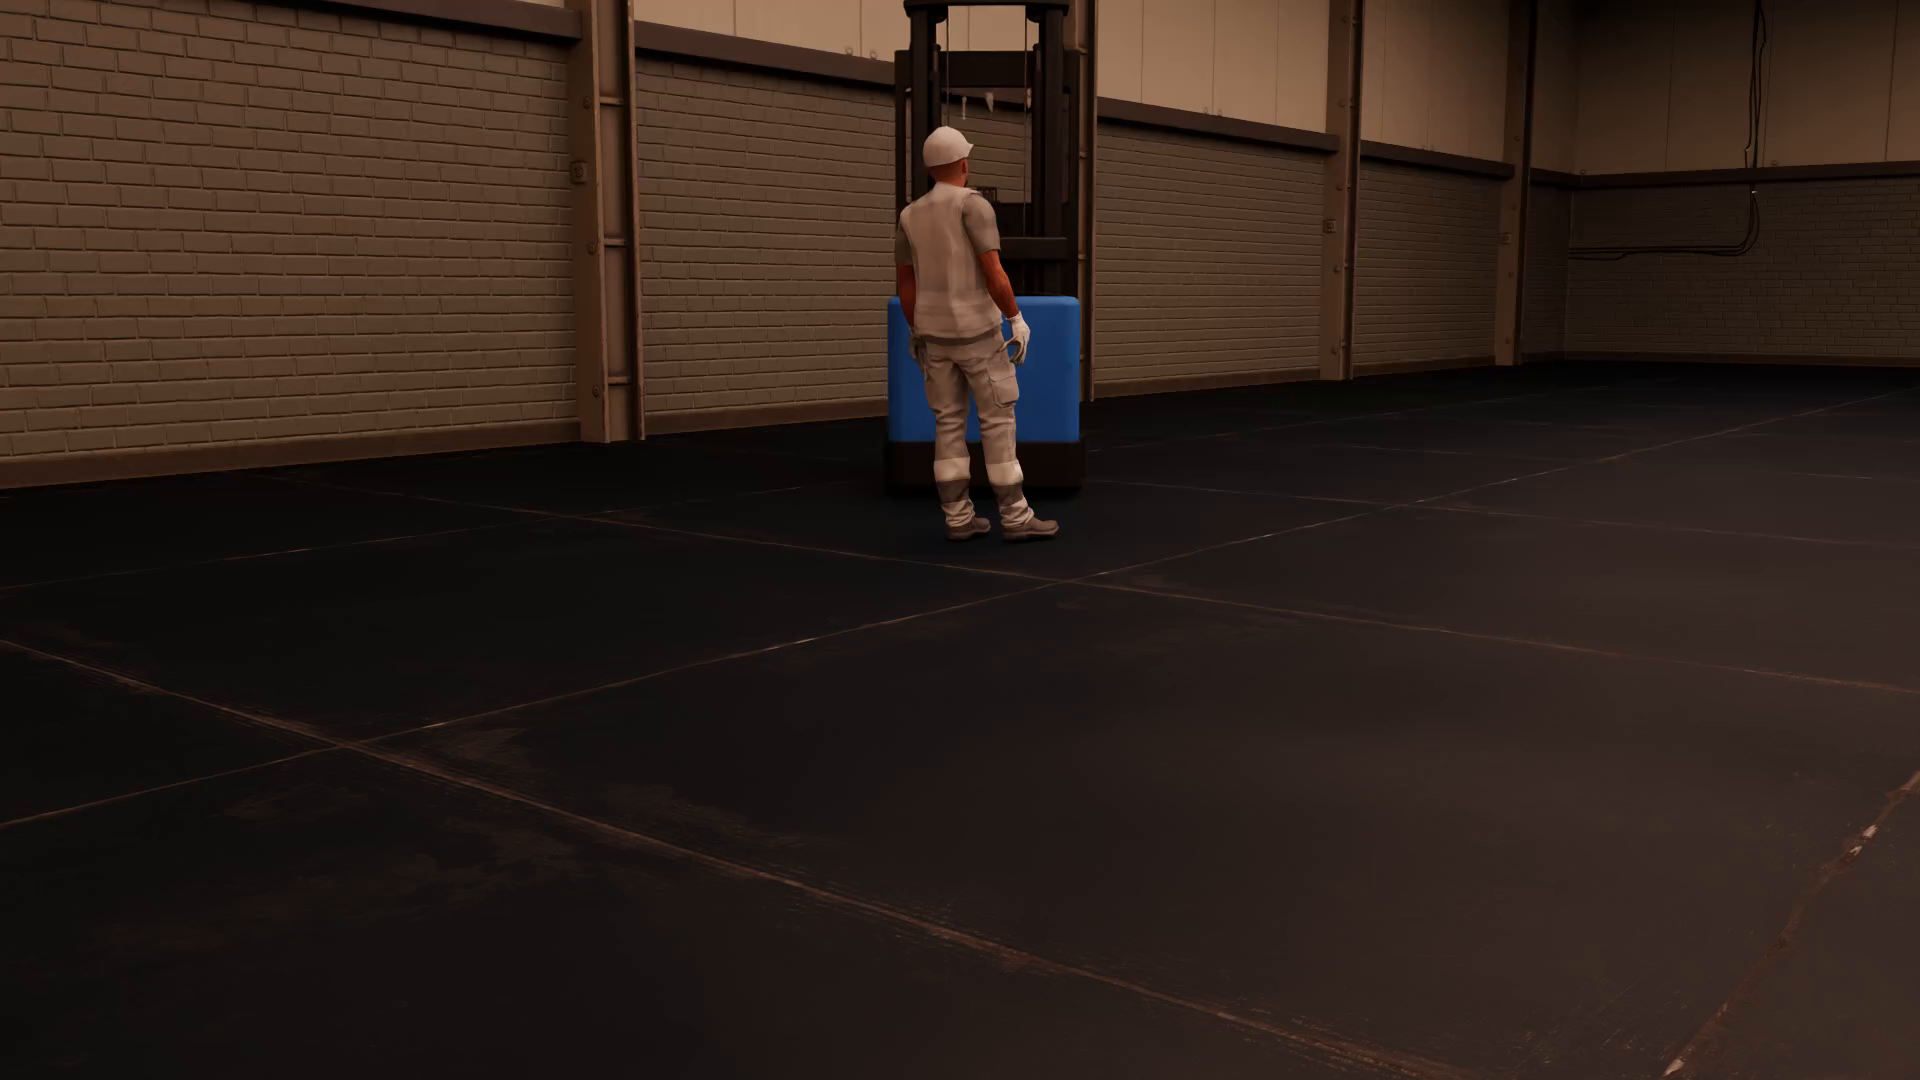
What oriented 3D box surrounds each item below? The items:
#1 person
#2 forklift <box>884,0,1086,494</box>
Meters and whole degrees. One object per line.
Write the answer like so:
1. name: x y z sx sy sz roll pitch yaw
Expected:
1. person: 0.060 -0.901 7.329 0.637 1.790 0.562 7 11 38
2. forklift: 0.169 -1.879 10.123 1.130 2.935 3.031 0 8 2
